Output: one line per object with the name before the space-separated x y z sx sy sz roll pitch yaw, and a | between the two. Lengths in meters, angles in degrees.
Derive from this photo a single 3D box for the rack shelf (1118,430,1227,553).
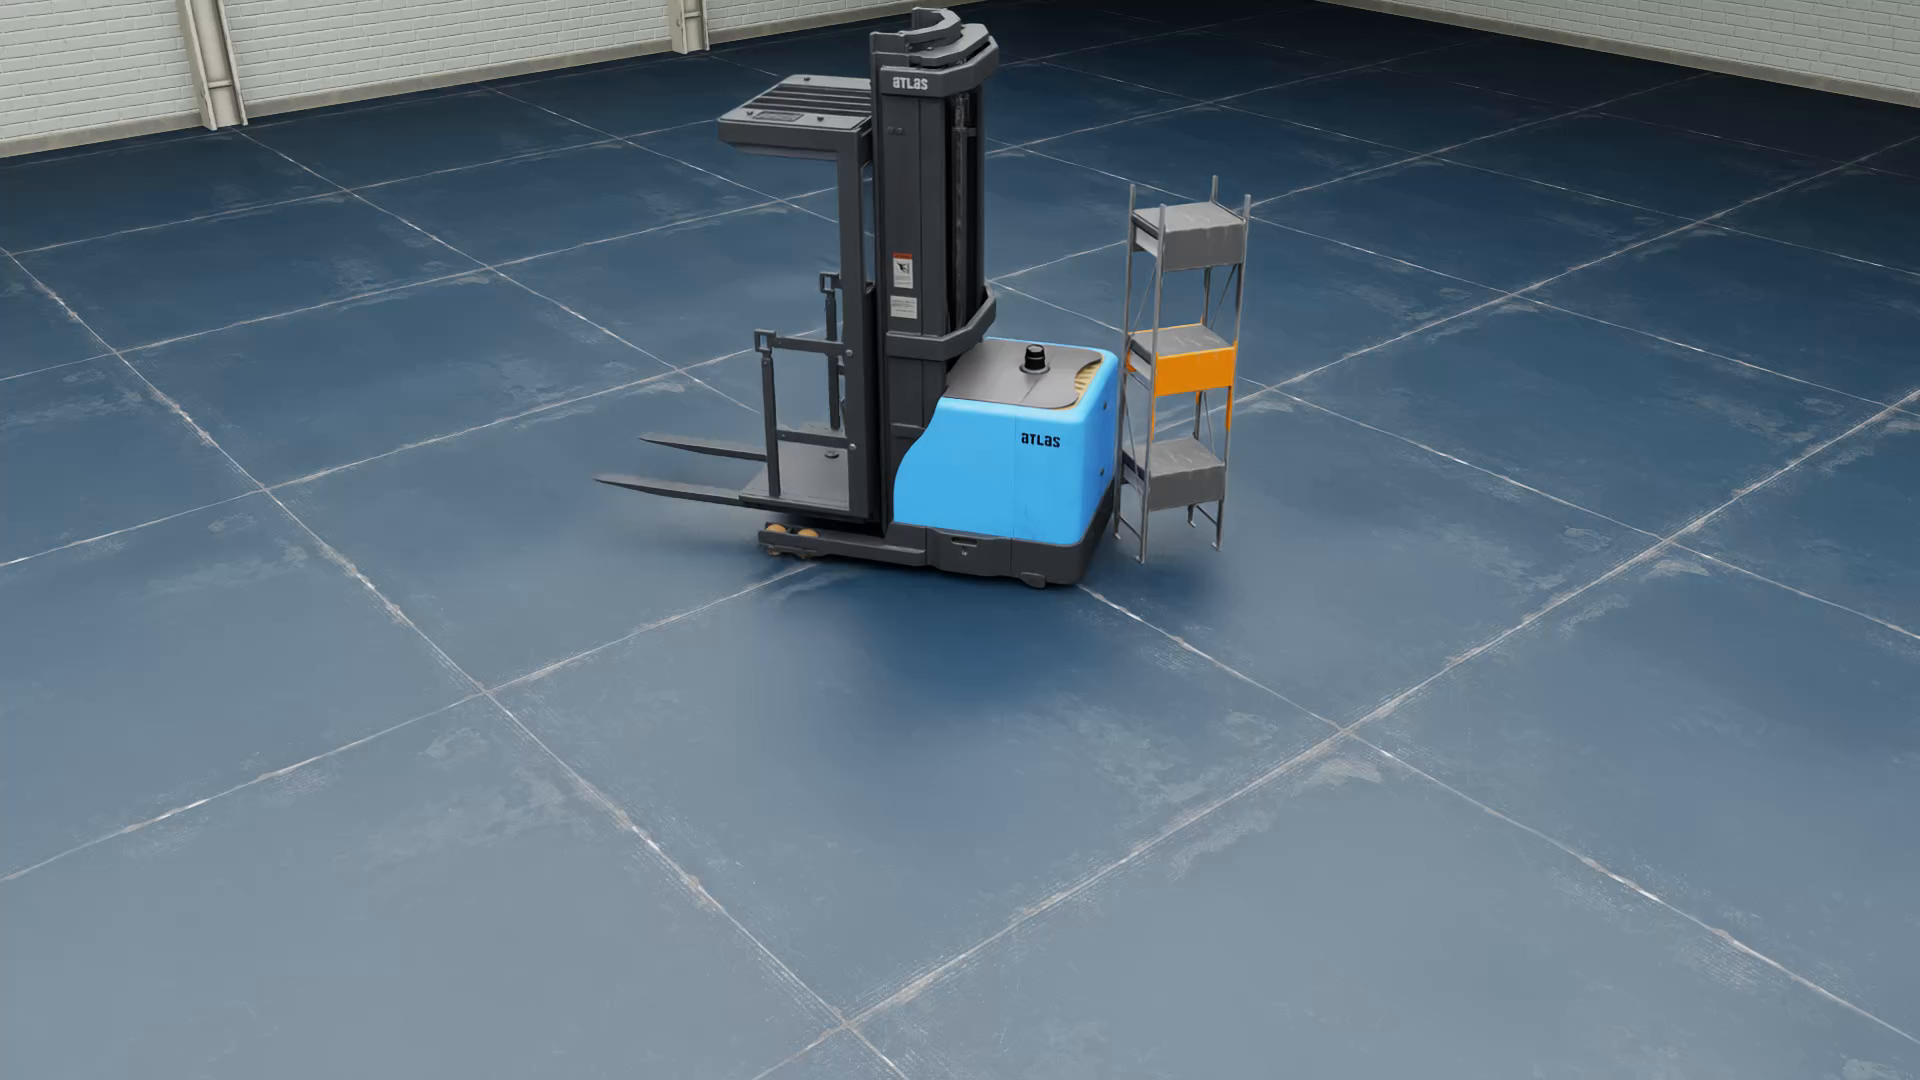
rack shelf | 1.207 -0.281 9.562 0.480 0.518 0.431 -9 30 -17

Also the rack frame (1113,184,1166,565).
rack frame | 0.977 -0.872 9.153 0.015 2.100 0.400 -9 30 -17

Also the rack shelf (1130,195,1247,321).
rack shelf | 1.207 -1.516 8.901 0.480 0.518 0.431 -9 30 -17

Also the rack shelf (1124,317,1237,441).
rack shelf | 1.207 -0.899 9.232 0.480 0.518 0.431 -9 30 -17

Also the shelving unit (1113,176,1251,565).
shelving unit | 1.207 -0.911 9.225 0.503 2.100 0.431 -9 30 -17

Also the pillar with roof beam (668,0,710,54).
pillar with roof beam | -0.728 -8.832 16.729 0.400 9.000 9.100 -22 35 -35

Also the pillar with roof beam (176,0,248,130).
pillar with roof beam | -5.293 -6.997 13.295 0.400 9.000 9.100 -22 35 -35

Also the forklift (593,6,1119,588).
forklift | -0.657 -1.414 9.286 3.031 2.935 1.130 8 29 15

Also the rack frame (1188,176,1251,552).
rack frame | 1.437 -0.949 9.297 0.015 2.100 0.400 -9 30 -17
